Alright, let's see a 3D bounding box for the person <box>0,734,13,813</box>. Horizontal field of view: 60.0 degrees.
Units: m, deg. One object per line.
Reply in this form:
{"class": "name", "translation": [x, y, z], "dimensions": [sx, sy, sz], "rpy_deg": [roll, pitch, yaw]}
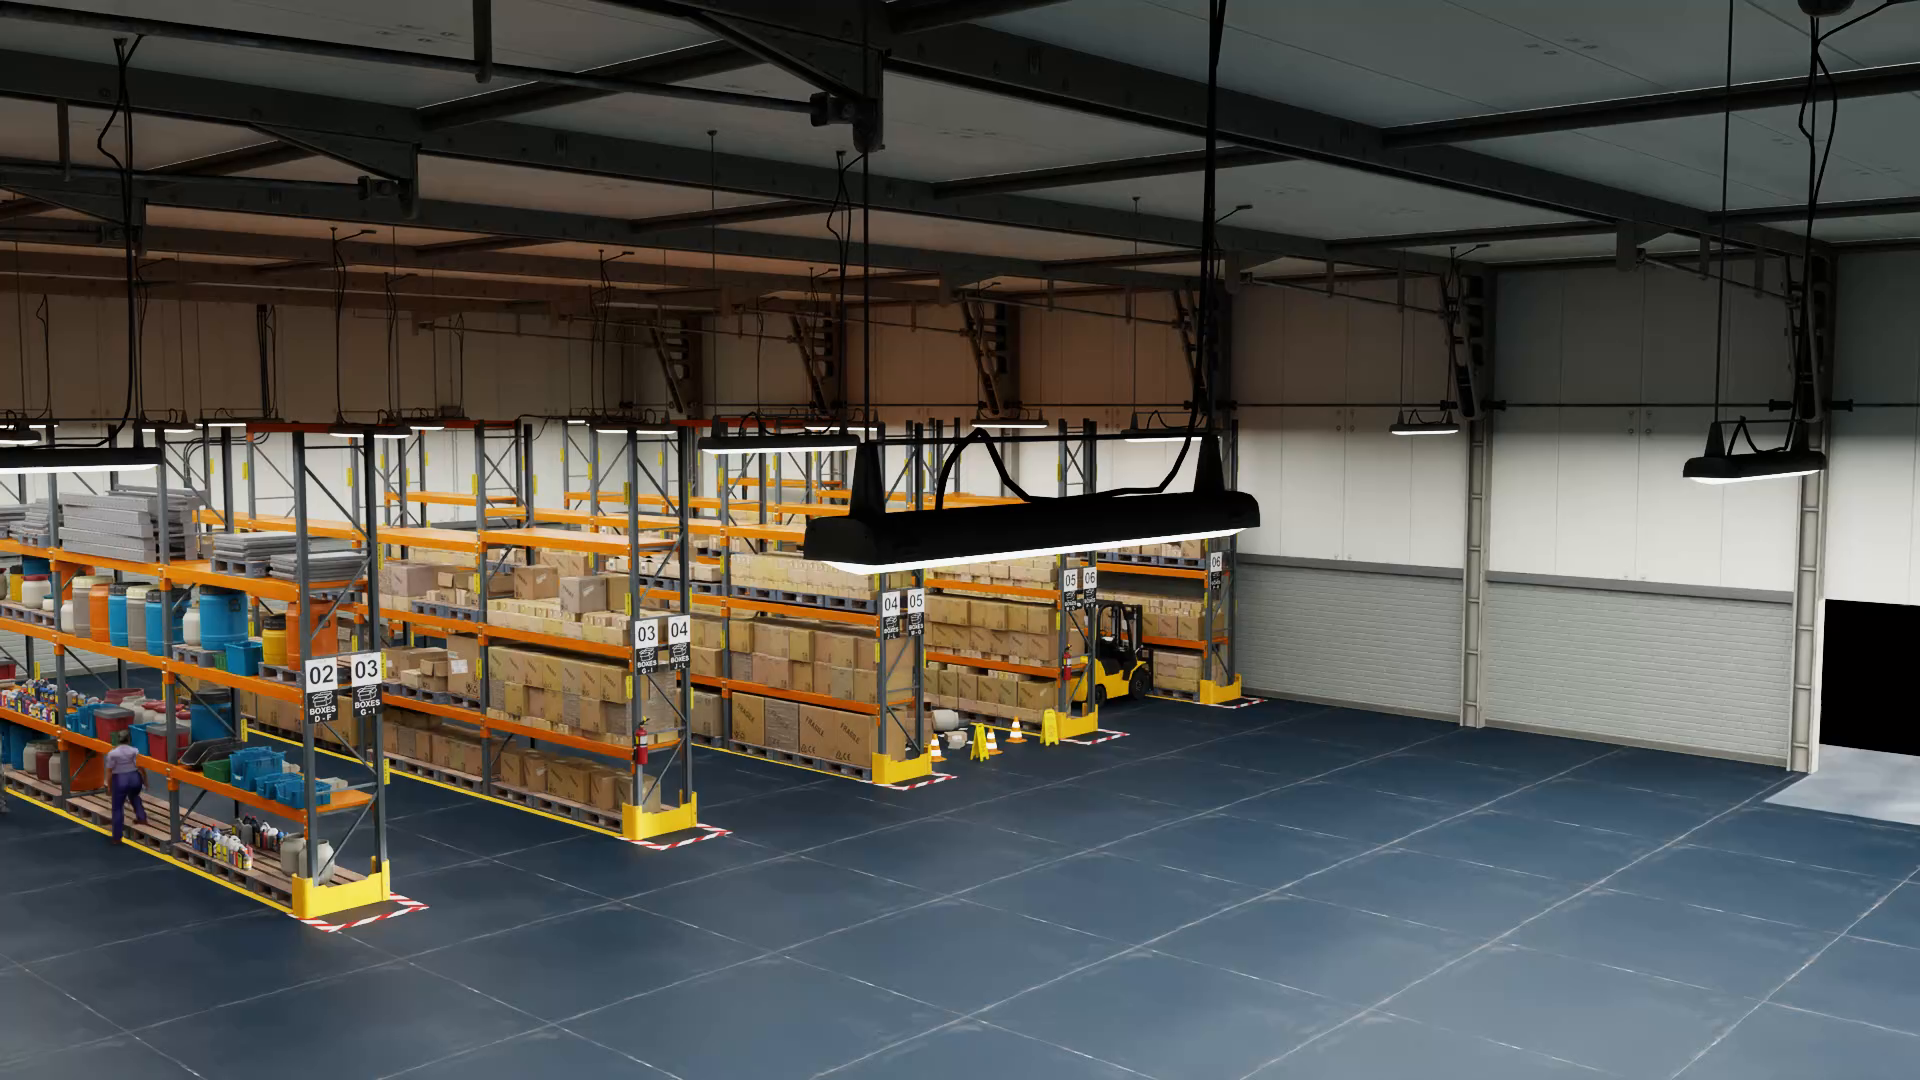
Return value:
{"class": "person", "translation": [-14.903, 3.382, 25.529], "dimensions": [0.449, 1.824, 0.647], "rpy_deg": [-1, 5, -13]}

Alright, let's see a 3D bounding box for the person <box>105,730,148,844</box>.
{"class": "person", "translation": [-12.095, 3.546, 24.096], "dimensions": [0.564, 1.626, 0.535], "rpy_deg": [-4, 6, -43]}
